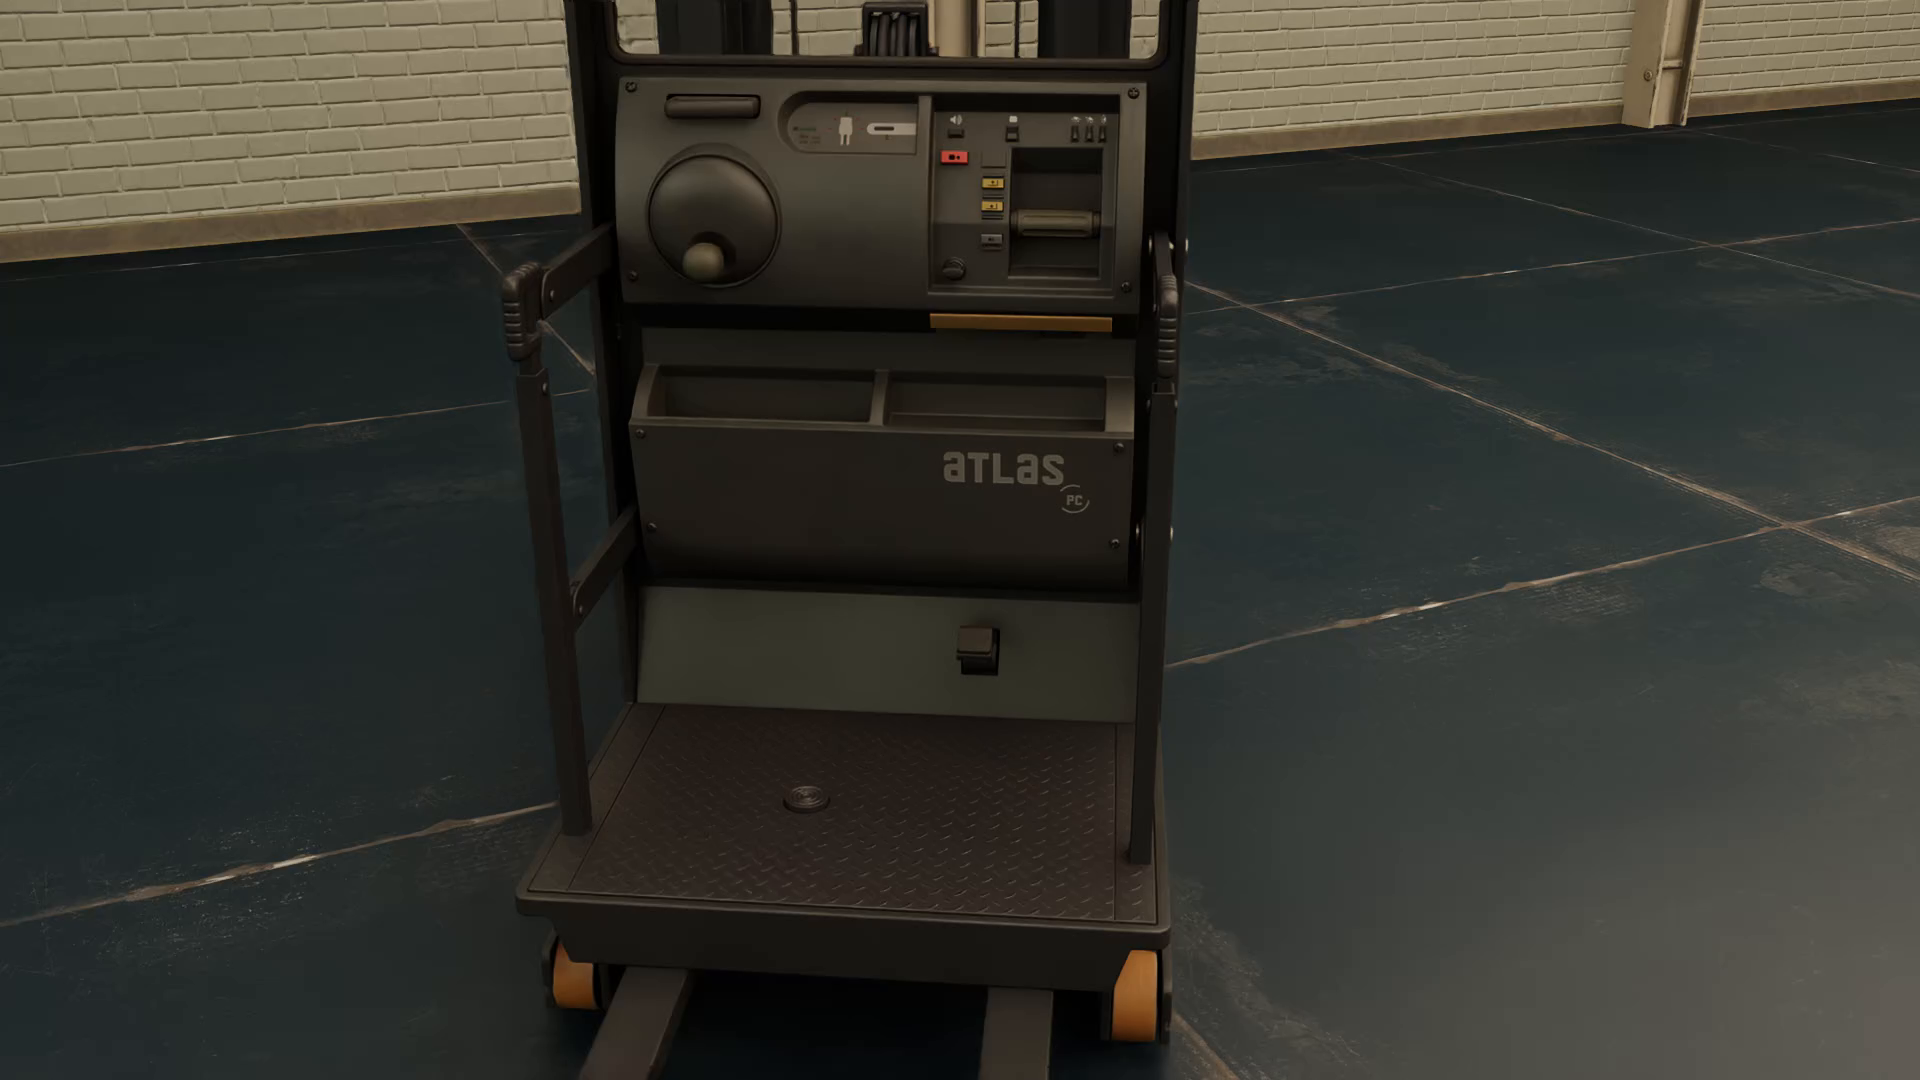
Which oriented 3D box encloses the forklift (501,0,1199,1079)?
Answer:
[{"bbox_3d":[-0.160,-0.595,2.719,1.130,2.935,3.031,2,23,5],"label":"forklift"}]
